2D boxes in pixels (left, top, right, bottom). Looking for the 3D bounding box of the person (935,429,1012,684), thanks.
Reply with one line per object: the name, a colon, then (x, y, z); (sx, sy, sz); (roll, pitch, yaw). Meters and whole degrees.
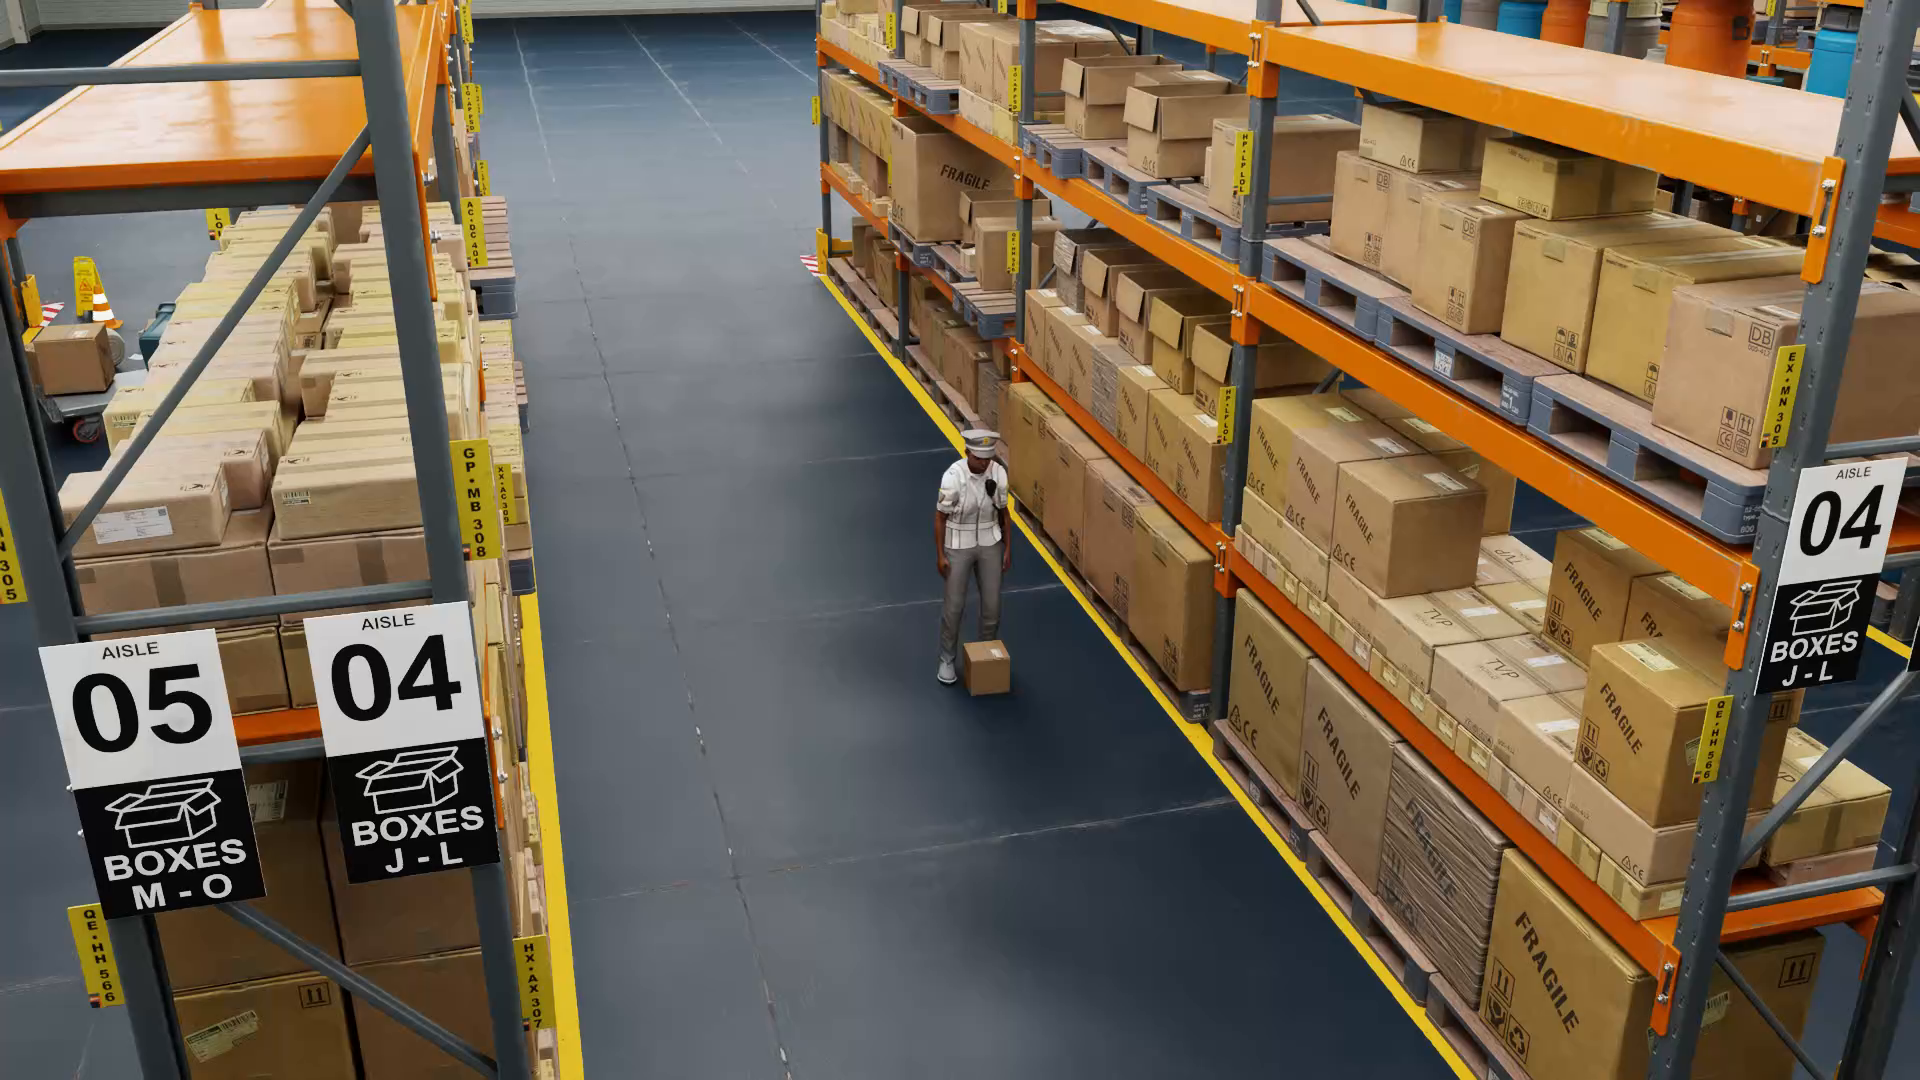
person: (0.080, 0.075, 10.465); (0.506, 1.659, 0.392); (-6, 24, -14)
